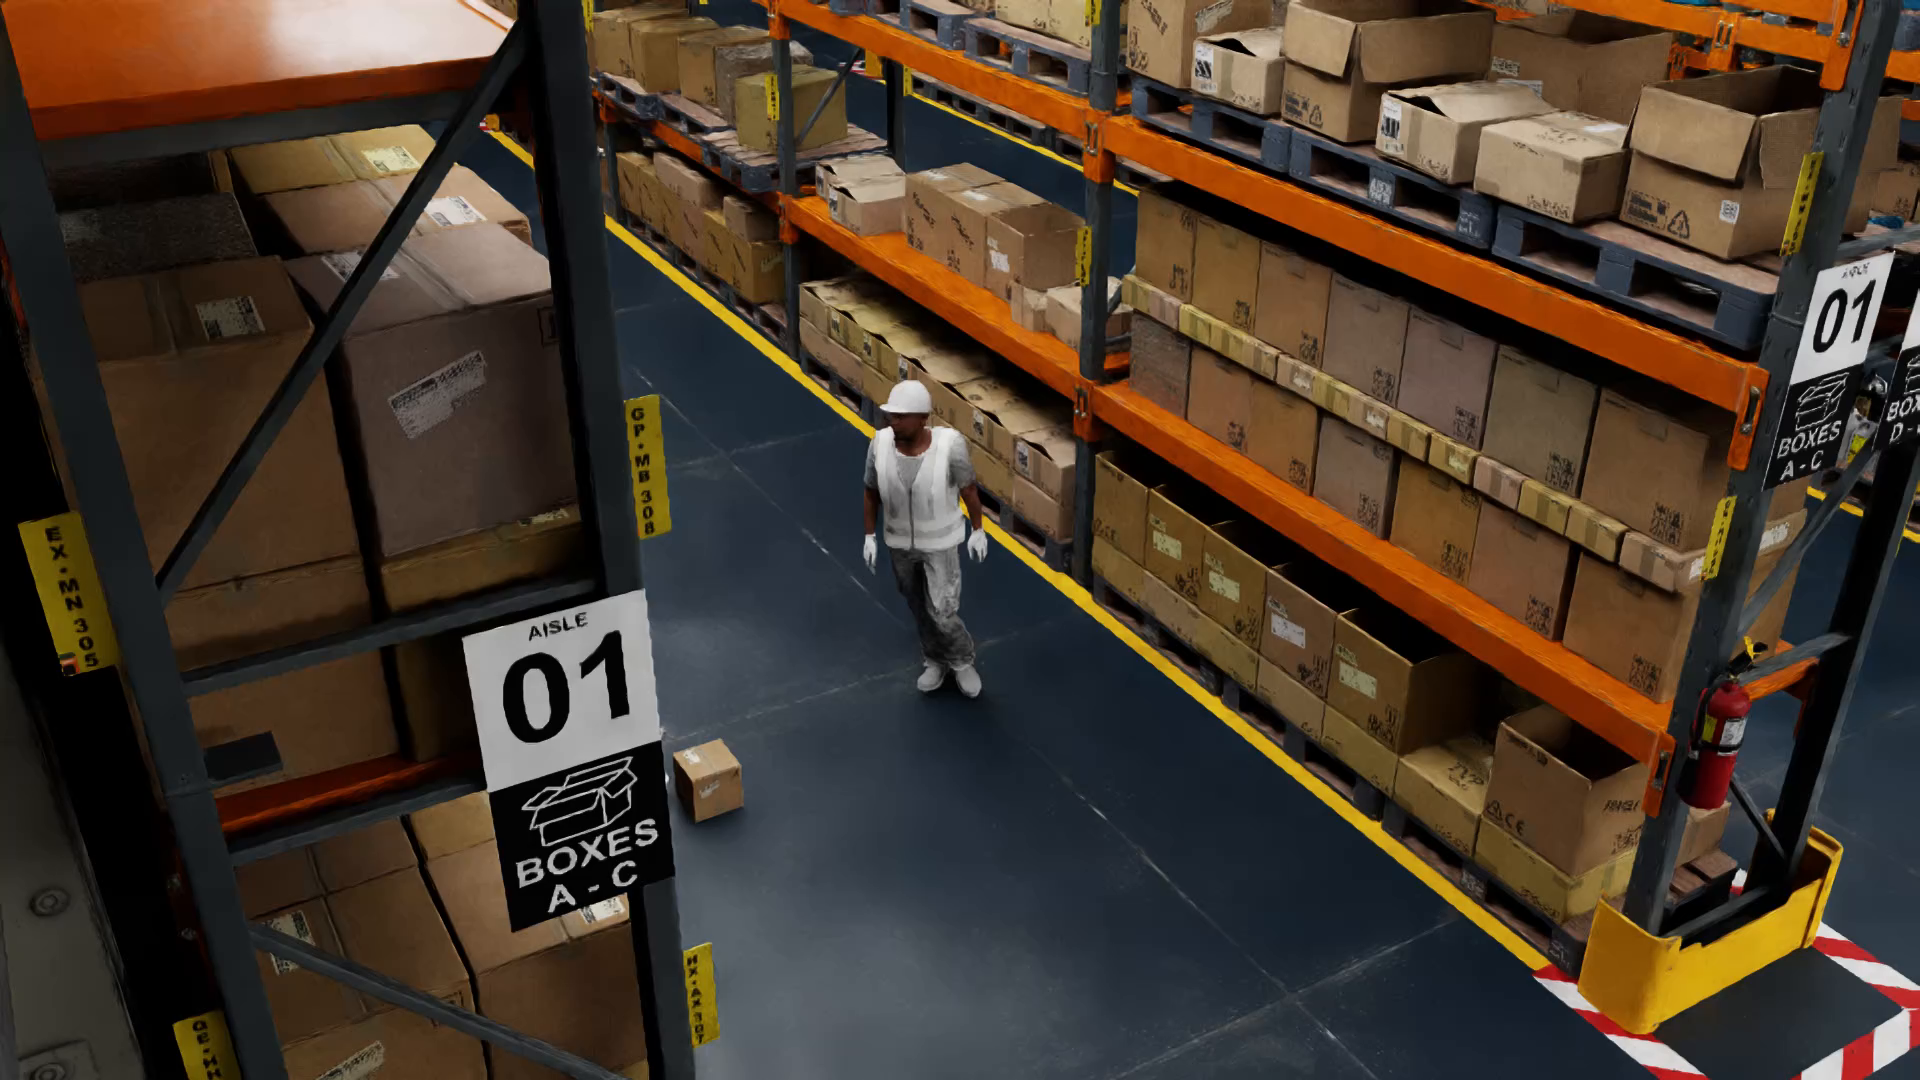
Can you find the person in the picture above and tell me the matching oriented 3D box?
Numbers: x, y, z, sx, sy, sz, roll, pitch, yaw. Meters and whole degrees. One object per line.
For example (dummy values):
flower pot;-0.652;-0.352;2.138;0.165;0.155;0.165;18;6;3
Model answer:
person;-0.185;0.010;8.494;0.641;1.775;0.462;10;30;17
